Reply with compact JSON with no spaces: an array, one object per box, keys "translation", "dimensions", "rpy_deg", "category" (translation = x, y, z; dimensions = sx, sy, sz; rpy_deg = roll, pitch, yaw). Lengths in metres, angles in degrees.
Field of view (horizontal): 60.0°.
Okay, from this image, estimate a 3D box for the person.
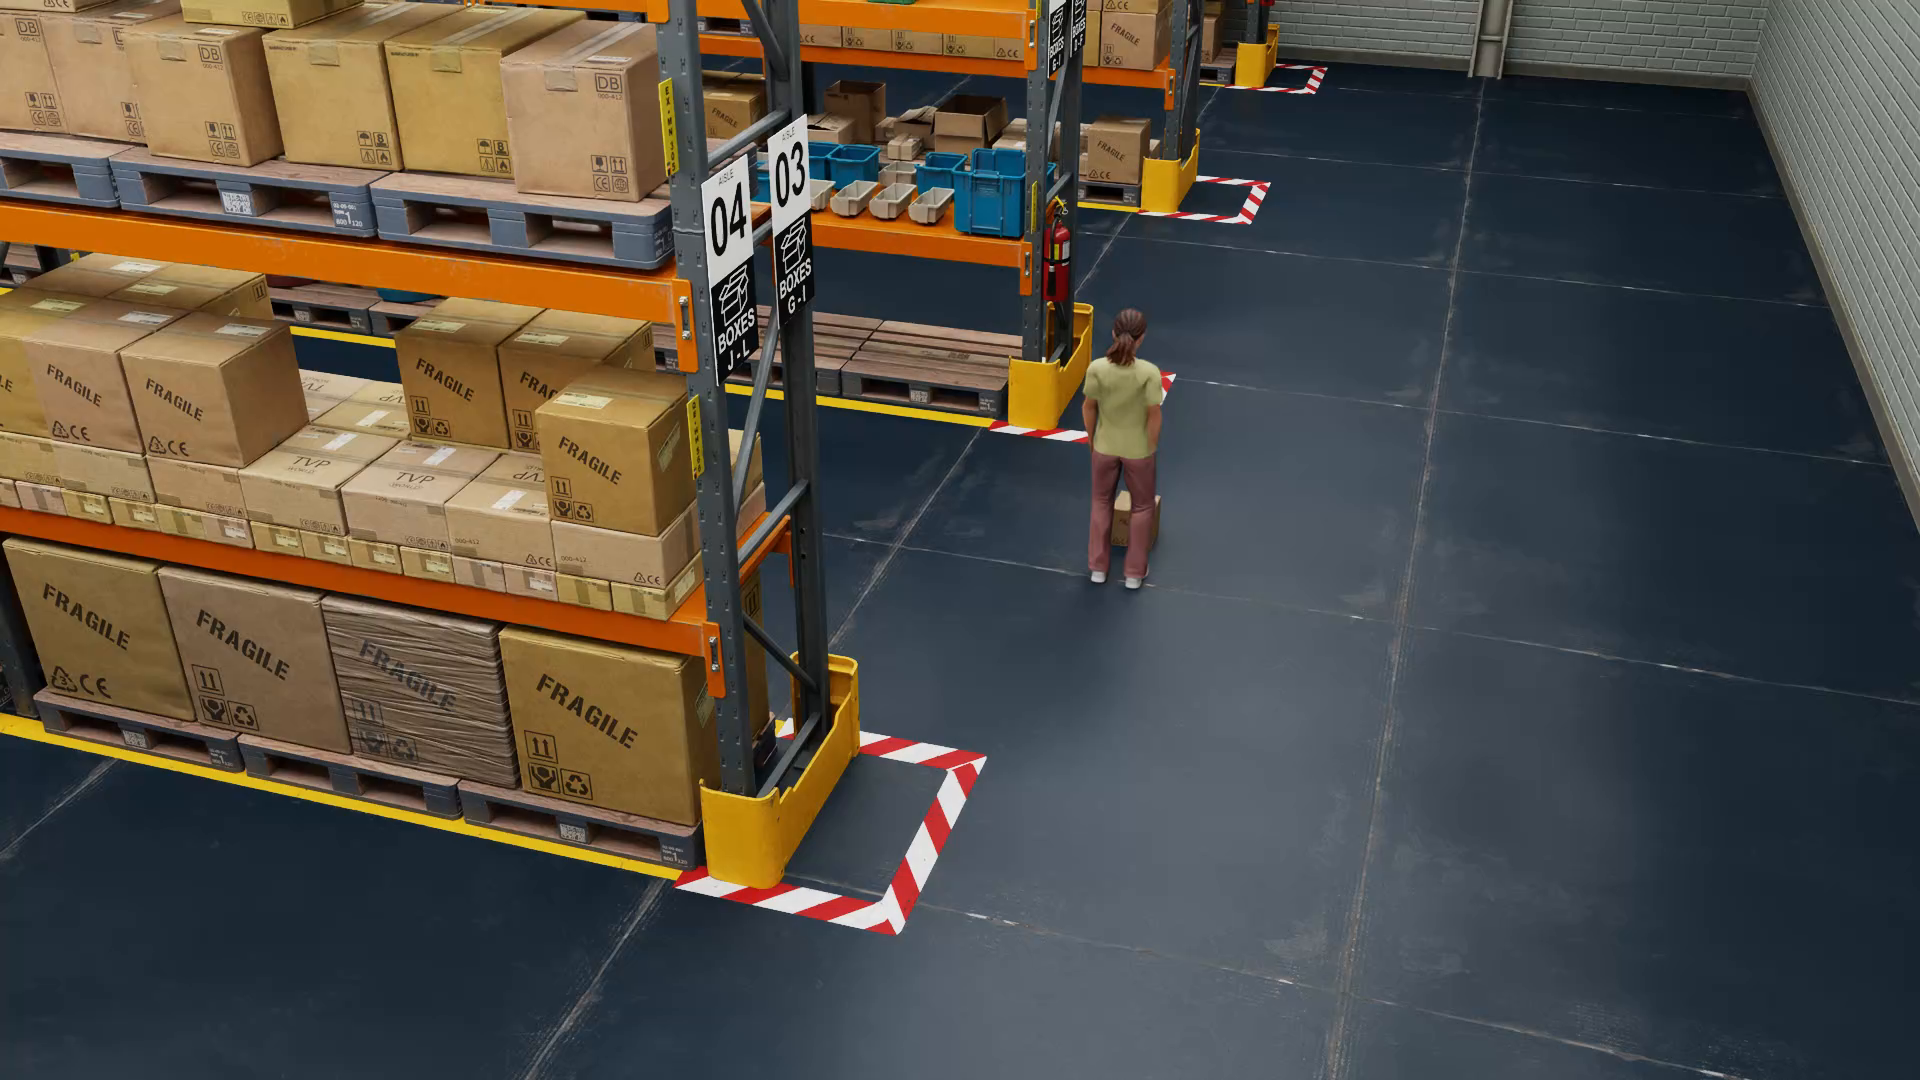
[{"translation":[0.914,-0.509,9.436],"dimensions":[0.458,1.657,0.343],"rpy_deg":[9,31,16],"category":"person"}]
